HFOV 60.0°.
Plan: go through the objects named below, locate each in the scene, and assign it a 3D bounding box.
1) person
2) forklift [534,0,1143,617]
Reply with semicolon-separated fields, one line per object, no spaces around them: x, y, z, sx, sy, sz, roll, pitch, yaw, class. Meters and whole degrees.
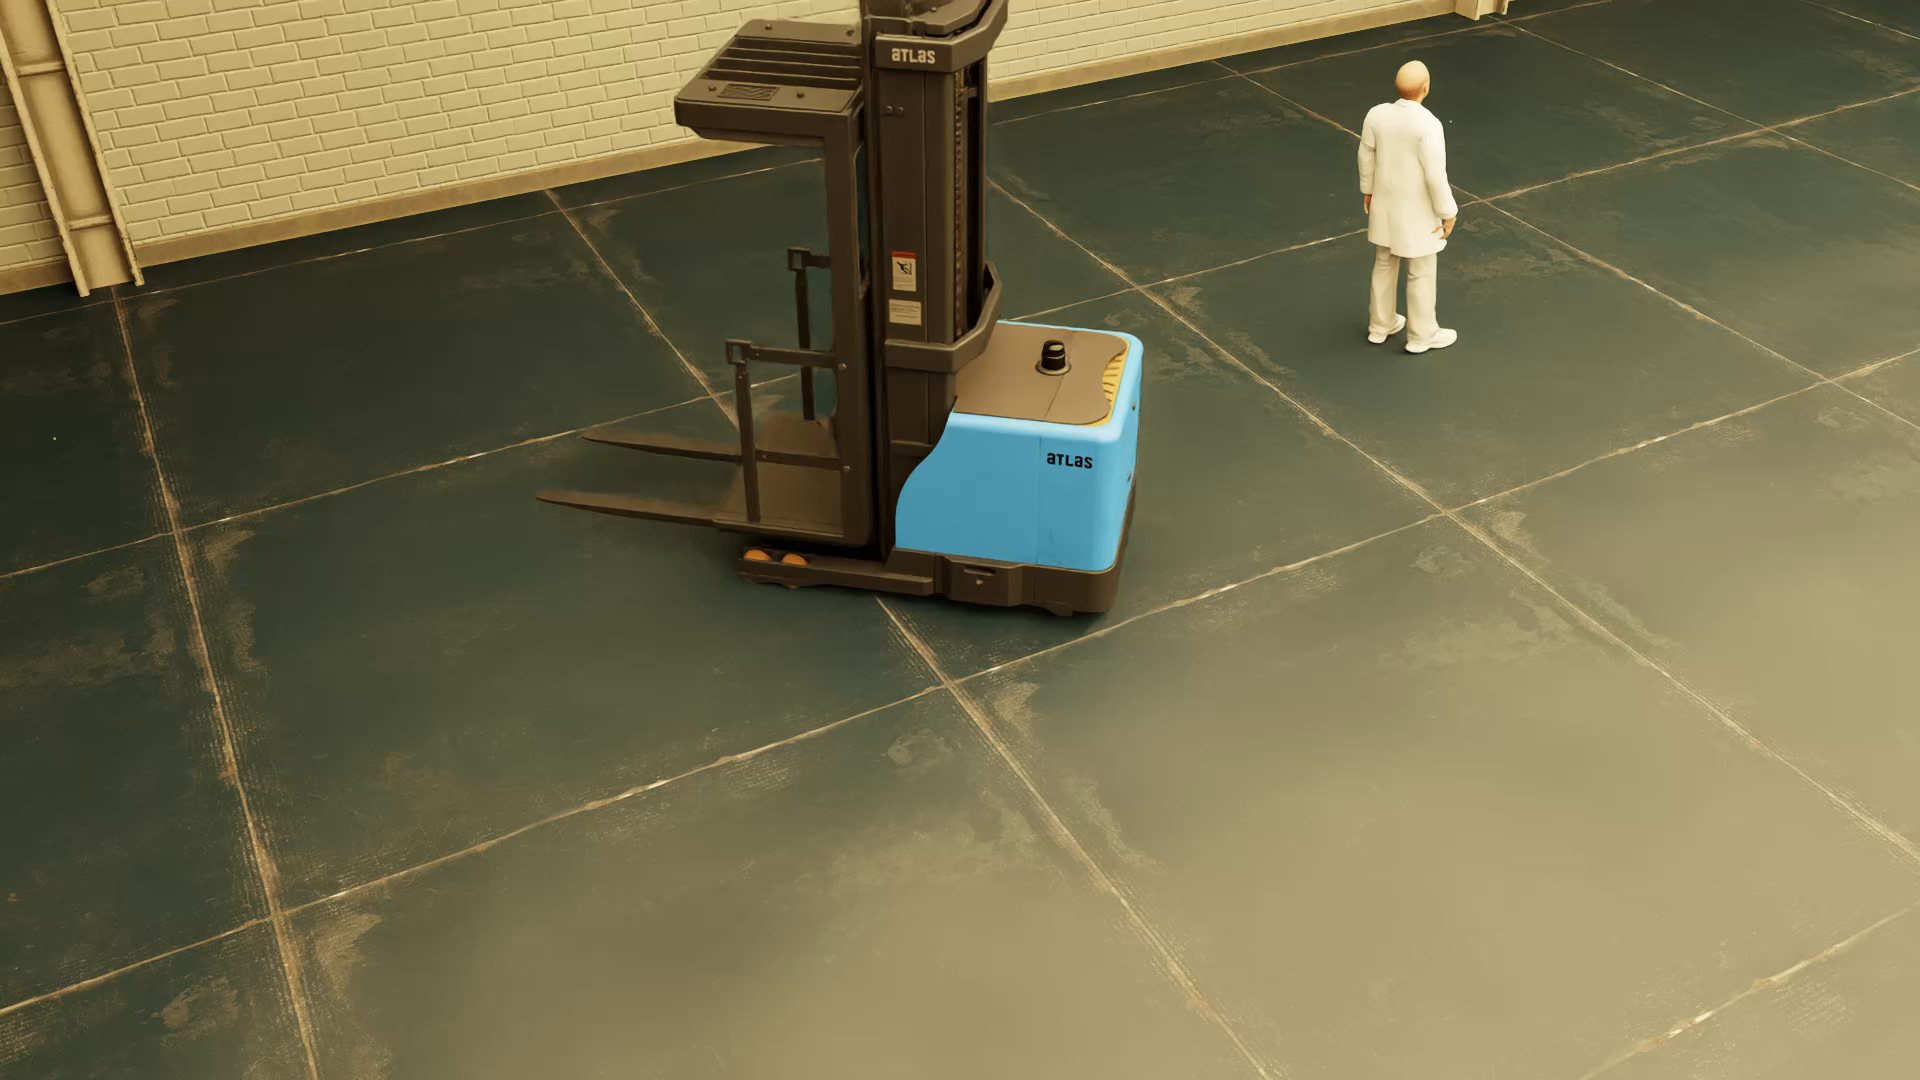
2.718;-2.003;9.960;0.566;1.769;0.692;-24;42;-30;person
-0.651;-1.247;7.888;3.031;2.935;1.130;7;36;10;forklift
